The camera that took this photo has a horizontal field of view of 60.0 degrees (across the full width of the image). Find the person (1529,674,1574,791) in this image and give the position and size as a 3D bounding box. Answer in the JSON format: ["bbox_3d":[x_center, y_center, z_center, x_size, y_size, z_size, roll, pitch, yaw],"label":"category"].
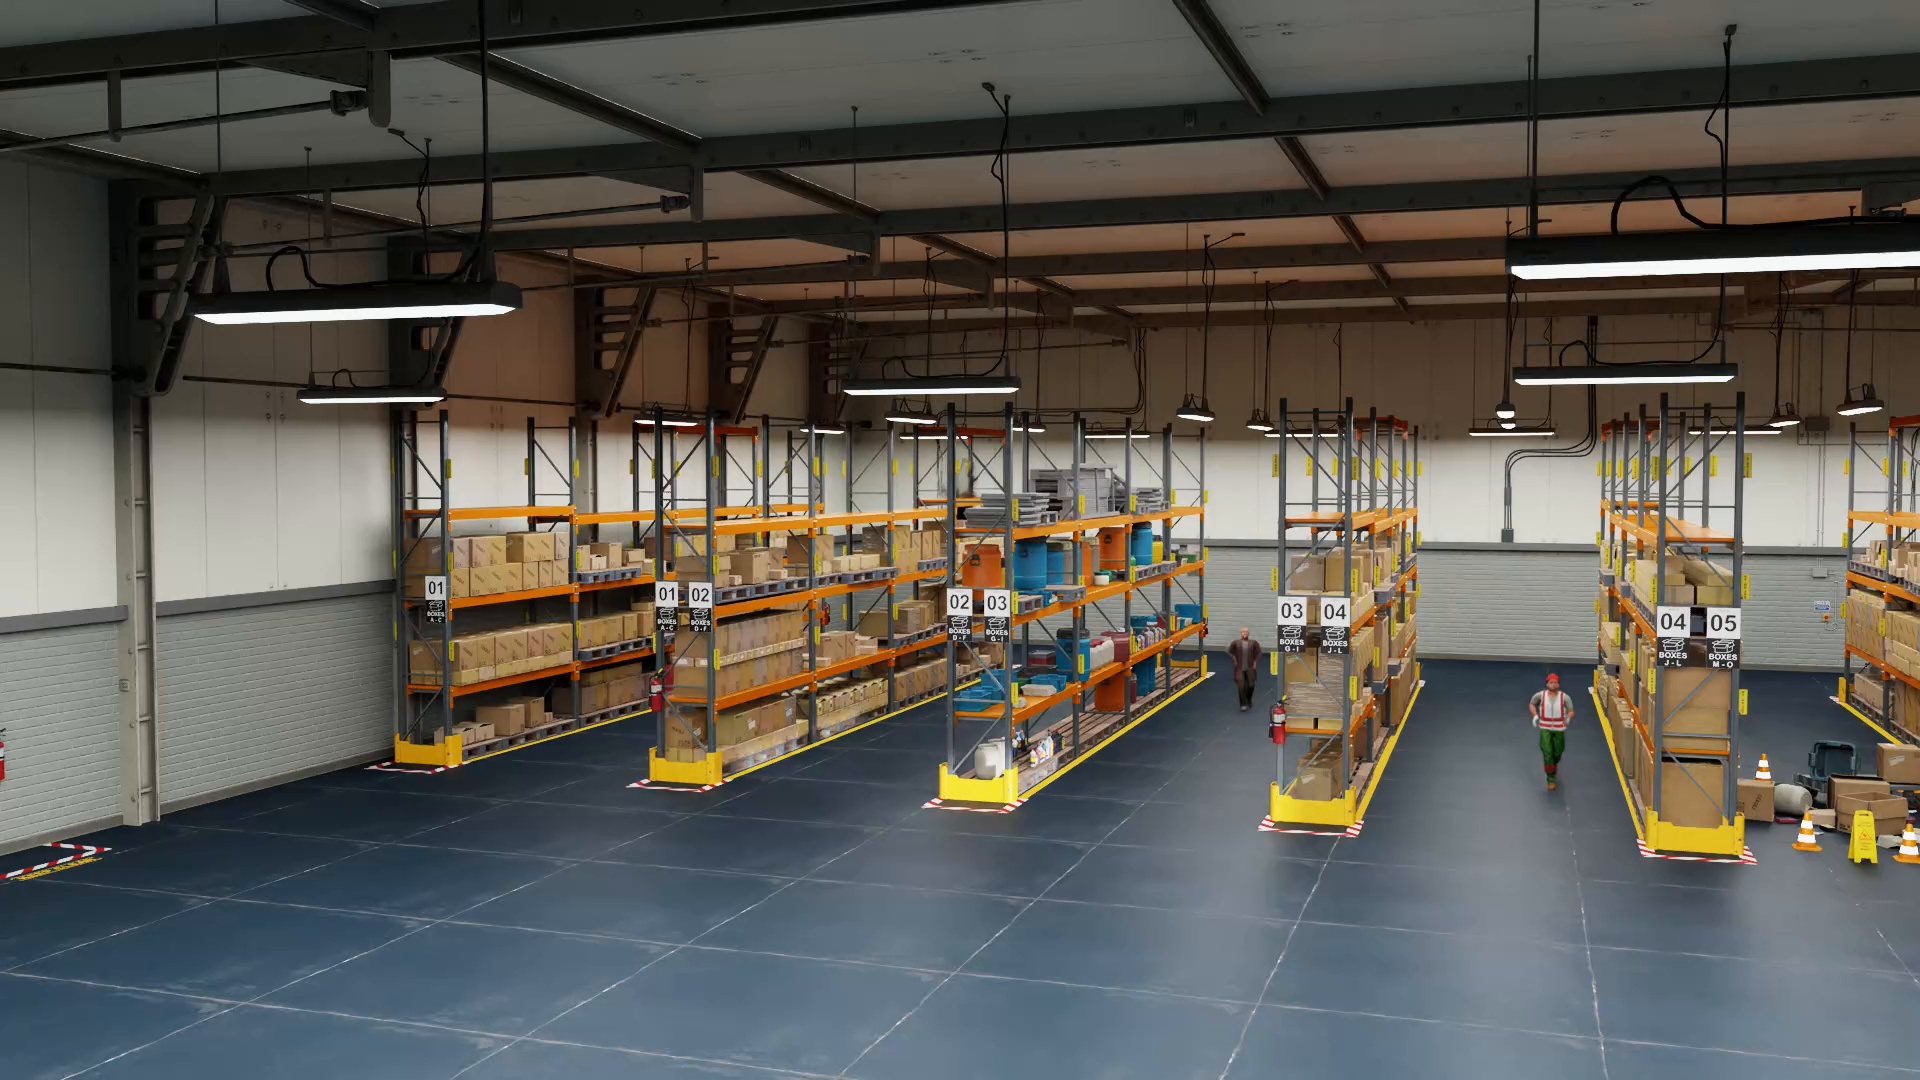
[{"bbox_3d":[9.320,2.995,26.197,0.656,1.787,0.930,1,3,16],"label":"person"}]

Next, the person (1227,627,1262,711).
[{"bbox_3d":[5.874,2.667,34.308,0.705,1.718,0.660,0,2,8],"label":"person"}]

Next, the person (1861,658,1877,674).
[{"bbox_3d":[20.168,2.670,36.542,0.585,1.570,0.626,-2,3,-37],"label":"person"}]

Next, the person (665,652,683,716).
[{"bbox_3d":[-5.215,2.864,30.245,0.661,1.672,0.607,1,3,14],"label":"person"}]
